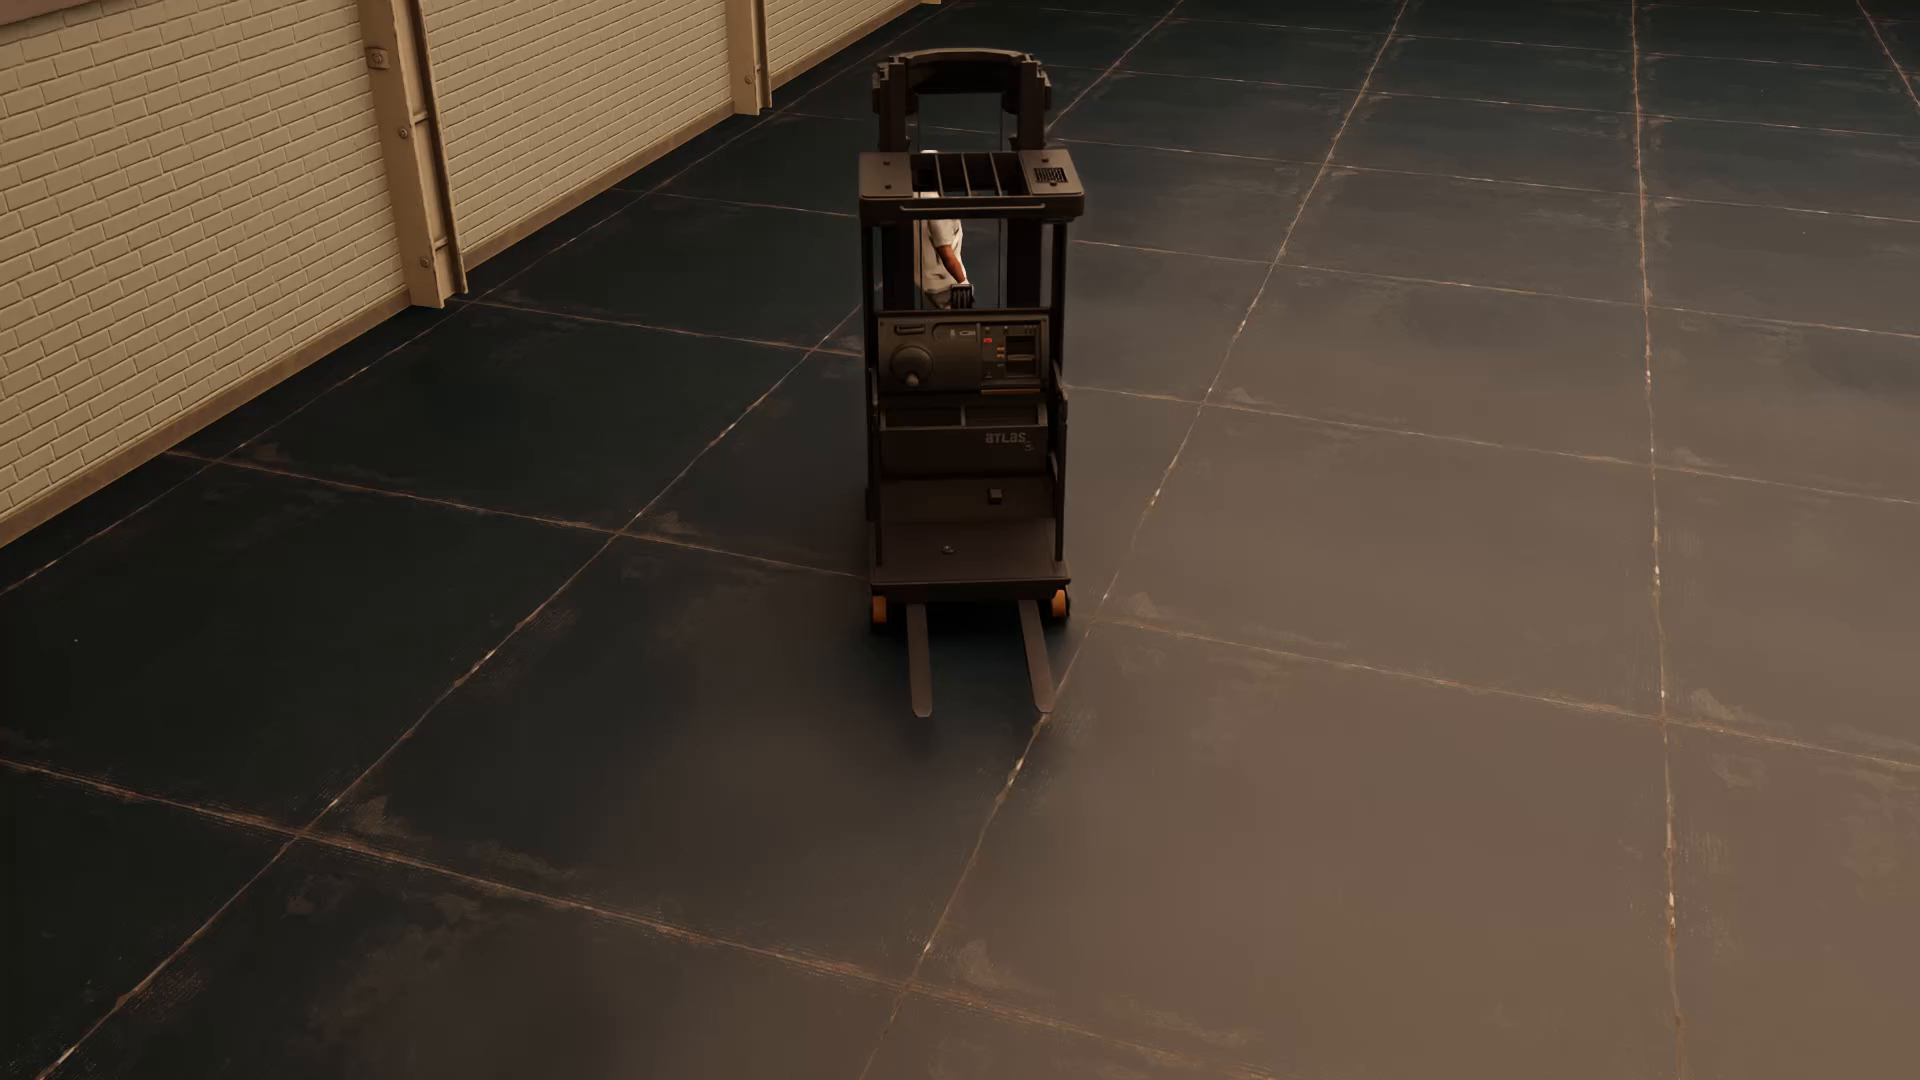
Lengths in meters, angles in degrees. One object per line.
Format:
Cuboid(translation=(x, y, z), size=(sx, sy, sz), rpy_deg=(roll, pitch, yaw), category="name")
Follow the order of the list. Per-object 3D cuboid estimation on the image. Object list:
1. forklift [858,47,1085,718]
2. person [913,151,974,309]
Cuboid(translation=(0.035, -0.972, 8.842), size=(1.130, 2.935, 3.031), rpy_deg=(-2, 30, -3), category="forklift")
Cuboid(translation=(-0.068, -1.806, 11.451), size=(0.575, 1.783, 0.656), rpy_deg=(-15, 33, -25), category="person")
